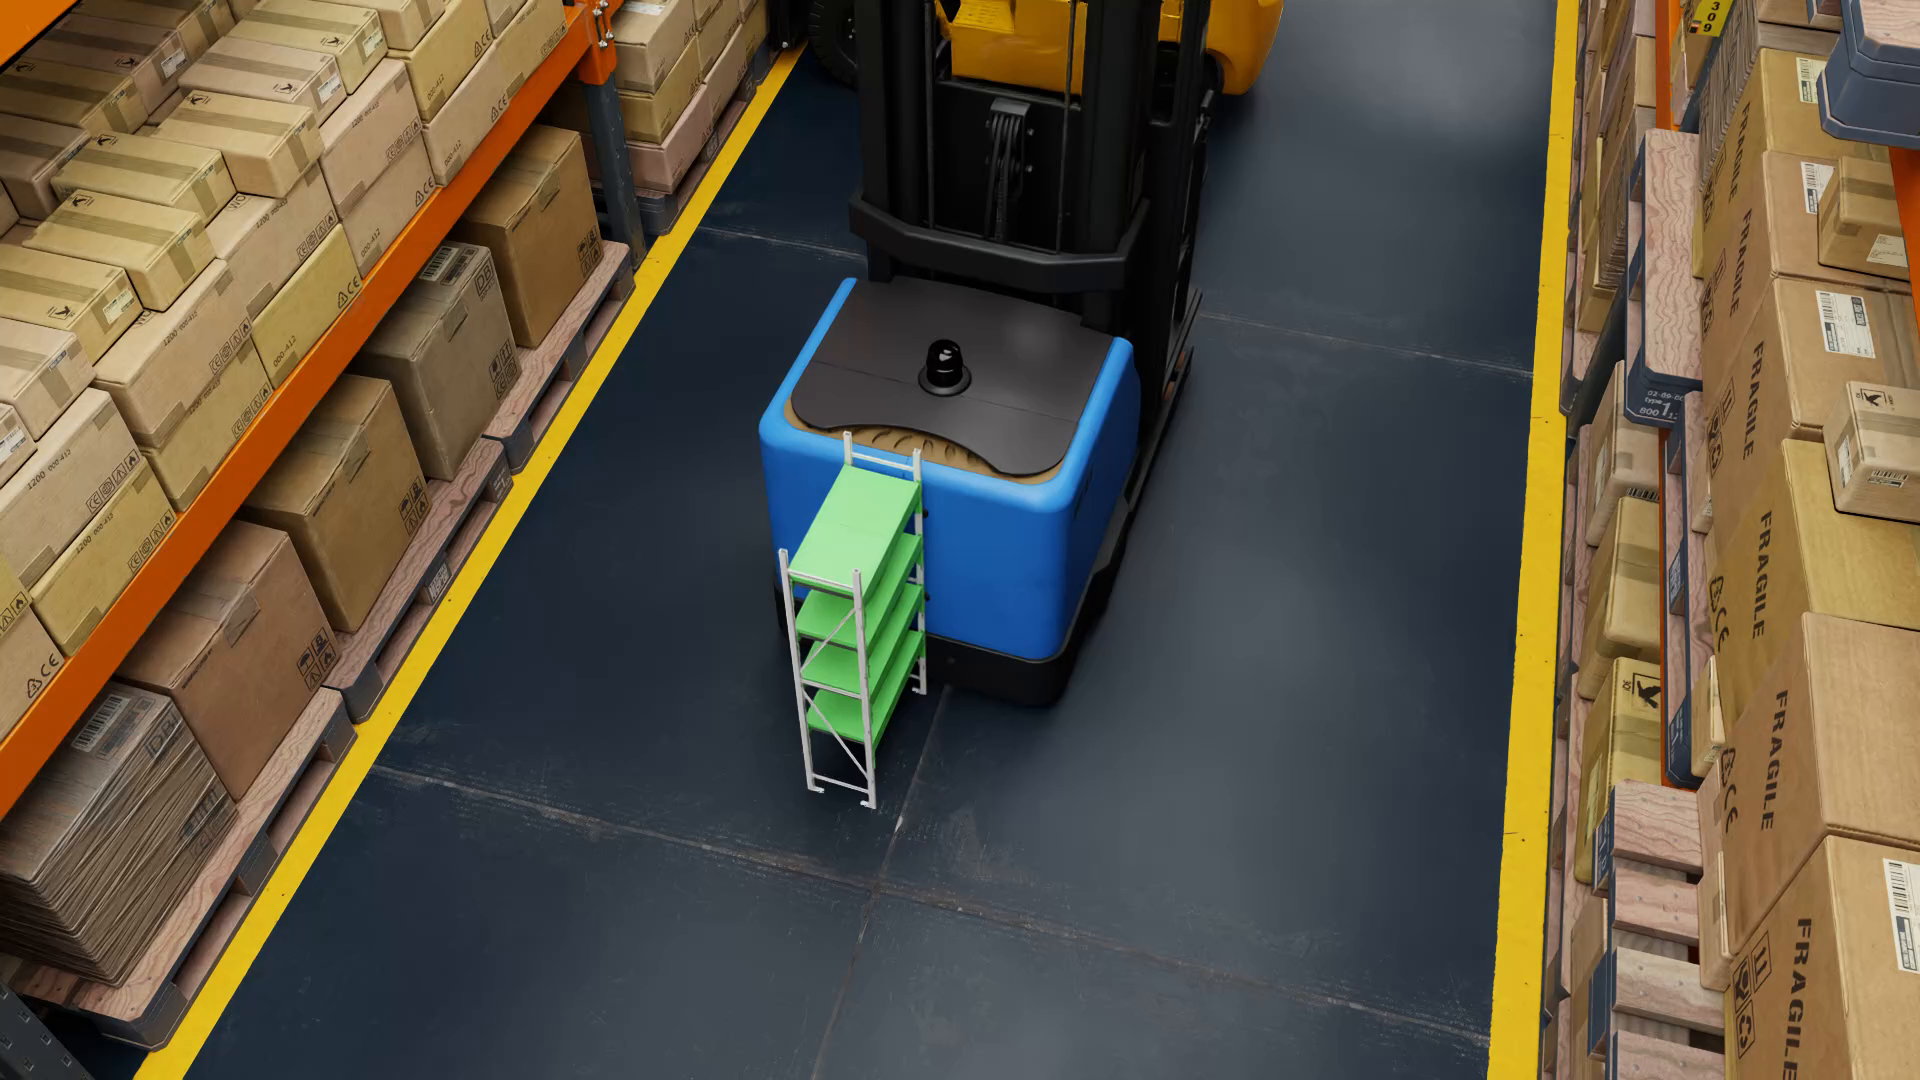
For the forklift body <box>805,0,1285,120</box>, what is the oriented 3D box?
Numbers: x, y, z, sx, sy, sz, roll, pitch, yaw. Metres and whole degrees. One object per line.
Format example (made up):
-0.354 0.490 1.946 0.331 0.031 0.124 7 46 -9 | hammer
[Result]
0.431 -3.193 7.633 2.313 2.155 1.214 12 50 10 | forklift body

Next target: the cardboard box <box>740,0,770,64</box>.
-1.198 -2.571 8.072 0.500 0.250 0.500 12 50 11 | cardboard box

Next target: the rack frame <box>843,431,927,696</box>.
-0.230 0.109 5.354 0.240 1.200 0.015 14 50 12 | rack frame

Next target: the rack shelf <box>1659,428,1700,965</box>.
2.380 0.349 4.421 1.077 0.370 4.000 12 50 10 | rack shelf

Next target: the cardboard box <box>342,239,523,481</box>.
-2.221 -0.726 6.194 0.875 0.625 0.625 11 50 10 | cardboard box

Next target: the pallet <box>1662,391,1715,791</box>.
2.335 0.182 4.217 1.003 0.211 1.213 12 50 10 | pallet

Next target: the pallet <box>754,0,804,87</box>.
-1.314 -2.842 8.617 1.003 0.211 1.213 12 50 10 | pallet

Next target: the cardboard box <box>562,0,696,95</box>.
-1.453 -2.160 7.043 0.500 0.250 0.500 11 49 9 | cardboard box

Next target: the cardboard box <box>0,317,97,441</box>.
-2.399 -0.415 4.116 0.380 0.149 0.250 12 50 10 | cardboard box

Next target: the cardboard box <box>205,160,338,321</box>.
-2.185 -0.919 4.827 0.500 0.250 0.500 12 50 11 | cardboard box

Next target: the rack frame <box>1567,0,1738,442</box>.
2.906 -1.335 5.428 1.000 3.000 0.127 12 50 10 | rack frame

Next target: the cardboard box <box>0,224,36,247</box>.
-2.818 -0.646 4.586 0.500 0.250 0.500 11 50 10 | cardboard box

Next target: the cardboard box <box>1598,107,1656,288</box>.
2.803 -1.293 6.445 0.500 0.500 0.500 11 49 10 | cardboard box

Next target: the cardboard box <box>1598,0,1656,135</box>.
3.069 -2.031 7.096 0.500 0.500 0.500 14 50 12 | cardboard box

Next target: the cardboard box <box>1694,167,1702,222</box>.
2.456 -1.054 5.067 0.380 0.149 0.250 12 50 11 | cardboard box

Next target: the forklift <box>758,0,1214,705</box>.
0.310 -1.539 5.653 1.130 2.935 3.031 14 50 12 | forklift

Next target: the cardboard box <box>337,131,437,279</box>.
-2.051 -1.129 5.345 0.500 0.250 0.500 12 50 10 | cardboard box

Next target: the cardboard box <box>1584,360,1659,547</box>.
2.771 -0.225 5.920 0.950 0.372 0.625 12 50 11 | cardboard box

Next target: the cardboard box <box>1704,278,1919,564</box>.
2.107 -0.232 3.909 0.500 0.500 0.500 10 49 8 | cardboard box

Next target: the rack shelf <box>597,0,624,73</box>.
-1.357 -3.521 7.836 1.077 0.370 4.000 12 50 10 | rack shelf

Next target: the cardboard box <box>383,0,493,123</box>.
-1.894 -1.649 5.471 0.500 0.250 0.500 10 49 9 | cardboard box

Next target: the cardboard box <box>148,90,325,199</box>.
-2.062 -1.132 4.749 0.380 0.149 0.250 10 49 9 | cardboard box

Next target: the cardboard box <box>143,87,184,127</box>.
-2.552 -1.381 5.235 0.500 0.250 0.500 10 49 9 | cardboard box

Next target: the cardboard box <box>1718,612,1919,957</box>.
1.831 0.528 3.238 0.500 0.500 0.500 11 49 9 | cardboard box

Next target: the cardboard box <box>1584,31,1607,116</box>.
3.207 -2.164 7.713 0.500 0.250 0.500 15 50 13 | cardboard box

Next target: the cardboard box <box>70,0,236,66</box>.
-2.508 -1.620 5.180 0.380 0.149 0.250 12 50 10 | cardboard box

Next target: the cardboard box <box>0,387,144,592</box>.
-2.451 -0.169 4.165 0.500 0.250 0.500 13 50 11 | cardboard box

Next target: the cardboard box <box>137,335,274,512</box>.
-2.317 -0.379 4.684 0.500 0.250 0.500 10 49 9 | cardboard box

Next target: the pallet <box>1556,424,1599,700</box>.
2.703 0.151 5.976 1.003 0.211 1.213 12 50 10 | pallet

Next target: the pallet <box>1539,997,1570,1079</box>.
2.061 1.916 4.418 1.003 0.211 1.213 12 50 10 | pallet

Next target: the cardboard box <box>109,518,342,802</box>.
-2.594 0.305 5.284 0.875 0.625 0.625 13 50 11 | cardboard box

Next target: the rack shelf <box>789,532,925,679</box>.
-0.310 0.165 5.069 0.258 0.148 0.480 14 50 12 | rack shelf

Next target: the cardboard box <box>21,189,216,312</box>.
-2.238 -0.775 4.434 0.380 0.149 0.250 13 50 11 | cardboard box

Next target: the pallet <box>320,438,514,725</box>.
-2.359 0.036 6.077 1.003 0.211 1.213 12 50 10 | pallet

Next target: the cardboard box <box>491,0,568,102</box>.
-1.763 -1.846 5.979 0.500 0.250 0.500 13 50 11 | cardboard box

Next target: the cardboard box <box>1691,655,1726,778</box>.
1.870 0.437 3.751 0.380 0.149 0.250 12 50 11 | cardboard box

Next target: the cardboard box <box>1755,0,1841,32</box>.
2.441 -1.550 4.640 0.380 0.149 0.250 11 50 10 | cardboard box

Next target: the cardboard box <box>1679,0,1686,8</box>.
2.912 -2.211 5.936 0.500 0.500 0.500 13 50 11 | cardboard box

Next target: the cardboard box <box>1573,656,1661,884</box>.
2.404 0.799 5.017 0.950 0.372 0.625 13 50 11 | cardboard box

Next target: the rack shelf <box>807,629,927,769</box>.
-0.310 0.483 5.429 0.258 0.148 0.480 14 50 12 | rack shelf

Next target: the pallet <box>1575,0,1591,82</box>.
3.691 -2.670 8.466 1.003 0.211 1.213 12 50 10 | pallet

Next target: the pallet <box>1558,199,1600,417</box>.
3.049 -0.905 6.908 1.003 0.211 1.213 12 50 10 | pallet

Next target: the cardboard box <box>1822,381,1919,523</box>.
2.012 -0.166 3.418 0.380 0.149 0.250 9 49 8 | cardboard box

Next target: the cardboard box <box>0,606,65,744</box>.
-2.583 0.358 4.033 0.500 0.250 0.500 12 50 10 | cardboard box

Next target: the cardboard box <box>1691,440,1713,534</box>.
2.086 -0.116 4.240 0.380 0.149 0.250 13 50 11 | cardboard box

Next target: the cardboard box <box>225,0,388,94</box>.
-1.995 -1.519 5.090 0.380 0.149 0.250 10 49 9 | cardboard box

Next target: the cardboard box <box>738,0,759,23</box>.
-1.184 -2.722 7.872 0.500 0.250 0.500 11 50 10 | cardboard box

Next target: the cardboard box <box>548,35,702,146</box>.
-1.458 -1.996 7.231 0.500 0.250 0.500 11 50 10 | cardboard box

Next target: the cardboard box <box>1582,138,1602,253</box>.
2.933 -1.432 7.067 0.500 0.250 0.500 10 49 9 | cardboard box

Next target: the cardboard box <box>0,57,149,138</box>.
-2.629 -1.254 4.857 0.380 0.149 0.250 12 50 10 | cardboard box

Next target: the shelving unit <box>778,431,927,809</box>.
-0.310 0.282 5.201 0.258 1.200 0.503 14 50 12 | shelving unit

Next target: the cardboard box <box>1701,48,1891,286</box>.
2.375 -0.961 4.552 0.500 0.500 0.500 12 50 10 | cardboard box

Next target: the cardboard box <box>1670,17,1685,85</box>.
2.756 -1.727 5.941 0.380 0.149 0.250 13 50 11 | cardboard box

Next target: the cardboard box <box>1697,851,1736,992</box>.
1.737 0.819 3.414 0.380 0.149 0.250 11 50 10 | cardboard box

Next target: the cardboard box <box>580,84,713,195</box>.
-1.436 -1.826 7.415 0.500 0.250 0.500 12 50 10 | cardboard box

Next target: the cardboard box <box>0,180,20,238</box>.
-2.831 -0.890 4.536 0.380 0.149 0.250 11 49 9 | cardboard box

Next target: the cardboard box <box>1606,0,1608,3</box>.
3.341 -2.781 7.757 0.500 0.500 0.500 10 49 9 | cardboard box

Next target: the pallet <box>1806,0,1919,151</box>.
2.371 -1.089 3.335 1.213 0.211 1.003 12 50 10 | pallet
